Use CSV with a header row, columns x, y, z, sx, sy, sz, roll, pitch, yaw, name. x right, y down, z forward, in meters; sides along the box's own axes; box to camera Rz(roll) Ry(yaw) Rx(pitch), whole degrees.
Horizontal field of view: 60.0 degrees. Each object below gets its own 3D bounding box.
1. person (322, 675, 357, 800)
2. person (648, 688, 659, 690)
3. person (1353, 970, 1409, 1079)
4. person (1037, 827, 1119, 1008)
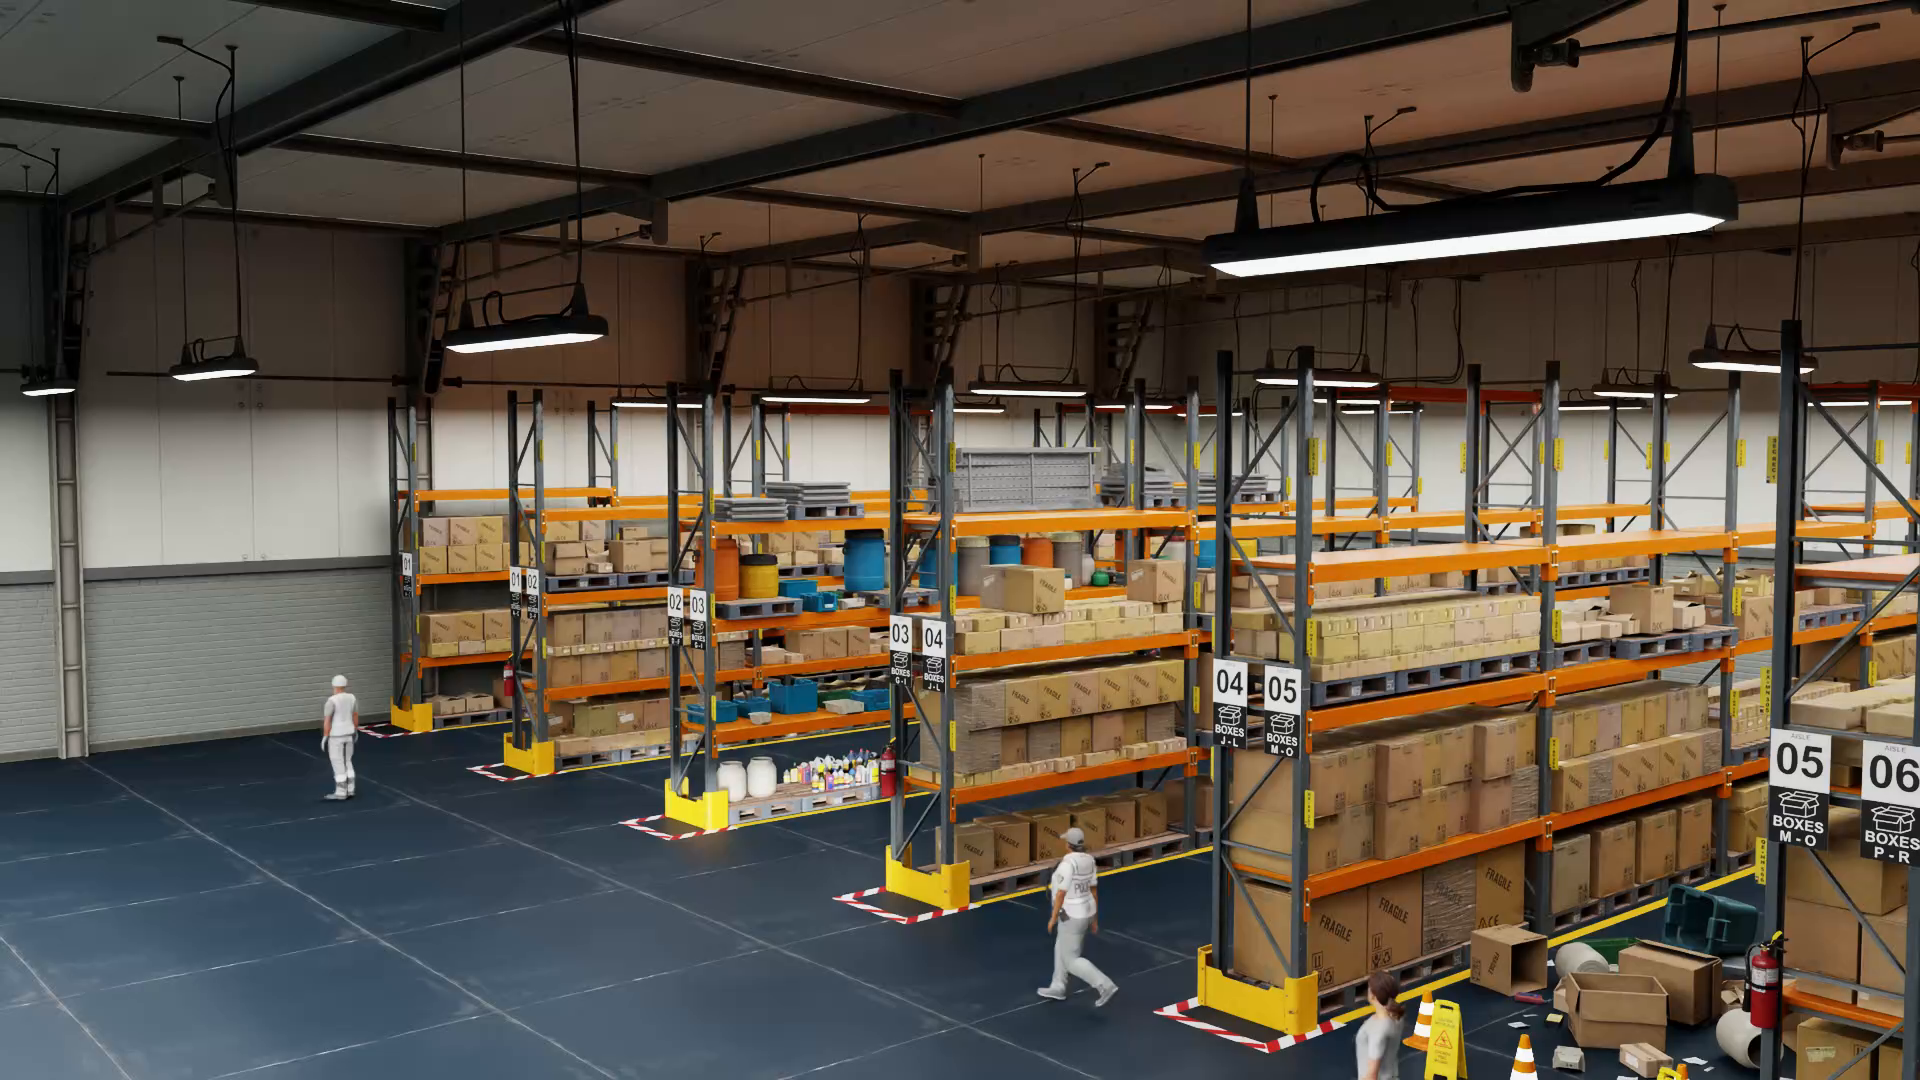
x,y,z,sx,sy,sz,roll,pitch,yaw,name
-8.985,2.866,24.135,0.352,1.823,0.704,1,4,21,person
-5.762,2.521,30.871,0.634,1.843,0.390,-3,4,-38,person
2.784,3.678,11.065,0.465,1.688,0.569,1,3,14,person
1.076,3.449,15.216,0.849,1.643,0.460,1,4,20,person
